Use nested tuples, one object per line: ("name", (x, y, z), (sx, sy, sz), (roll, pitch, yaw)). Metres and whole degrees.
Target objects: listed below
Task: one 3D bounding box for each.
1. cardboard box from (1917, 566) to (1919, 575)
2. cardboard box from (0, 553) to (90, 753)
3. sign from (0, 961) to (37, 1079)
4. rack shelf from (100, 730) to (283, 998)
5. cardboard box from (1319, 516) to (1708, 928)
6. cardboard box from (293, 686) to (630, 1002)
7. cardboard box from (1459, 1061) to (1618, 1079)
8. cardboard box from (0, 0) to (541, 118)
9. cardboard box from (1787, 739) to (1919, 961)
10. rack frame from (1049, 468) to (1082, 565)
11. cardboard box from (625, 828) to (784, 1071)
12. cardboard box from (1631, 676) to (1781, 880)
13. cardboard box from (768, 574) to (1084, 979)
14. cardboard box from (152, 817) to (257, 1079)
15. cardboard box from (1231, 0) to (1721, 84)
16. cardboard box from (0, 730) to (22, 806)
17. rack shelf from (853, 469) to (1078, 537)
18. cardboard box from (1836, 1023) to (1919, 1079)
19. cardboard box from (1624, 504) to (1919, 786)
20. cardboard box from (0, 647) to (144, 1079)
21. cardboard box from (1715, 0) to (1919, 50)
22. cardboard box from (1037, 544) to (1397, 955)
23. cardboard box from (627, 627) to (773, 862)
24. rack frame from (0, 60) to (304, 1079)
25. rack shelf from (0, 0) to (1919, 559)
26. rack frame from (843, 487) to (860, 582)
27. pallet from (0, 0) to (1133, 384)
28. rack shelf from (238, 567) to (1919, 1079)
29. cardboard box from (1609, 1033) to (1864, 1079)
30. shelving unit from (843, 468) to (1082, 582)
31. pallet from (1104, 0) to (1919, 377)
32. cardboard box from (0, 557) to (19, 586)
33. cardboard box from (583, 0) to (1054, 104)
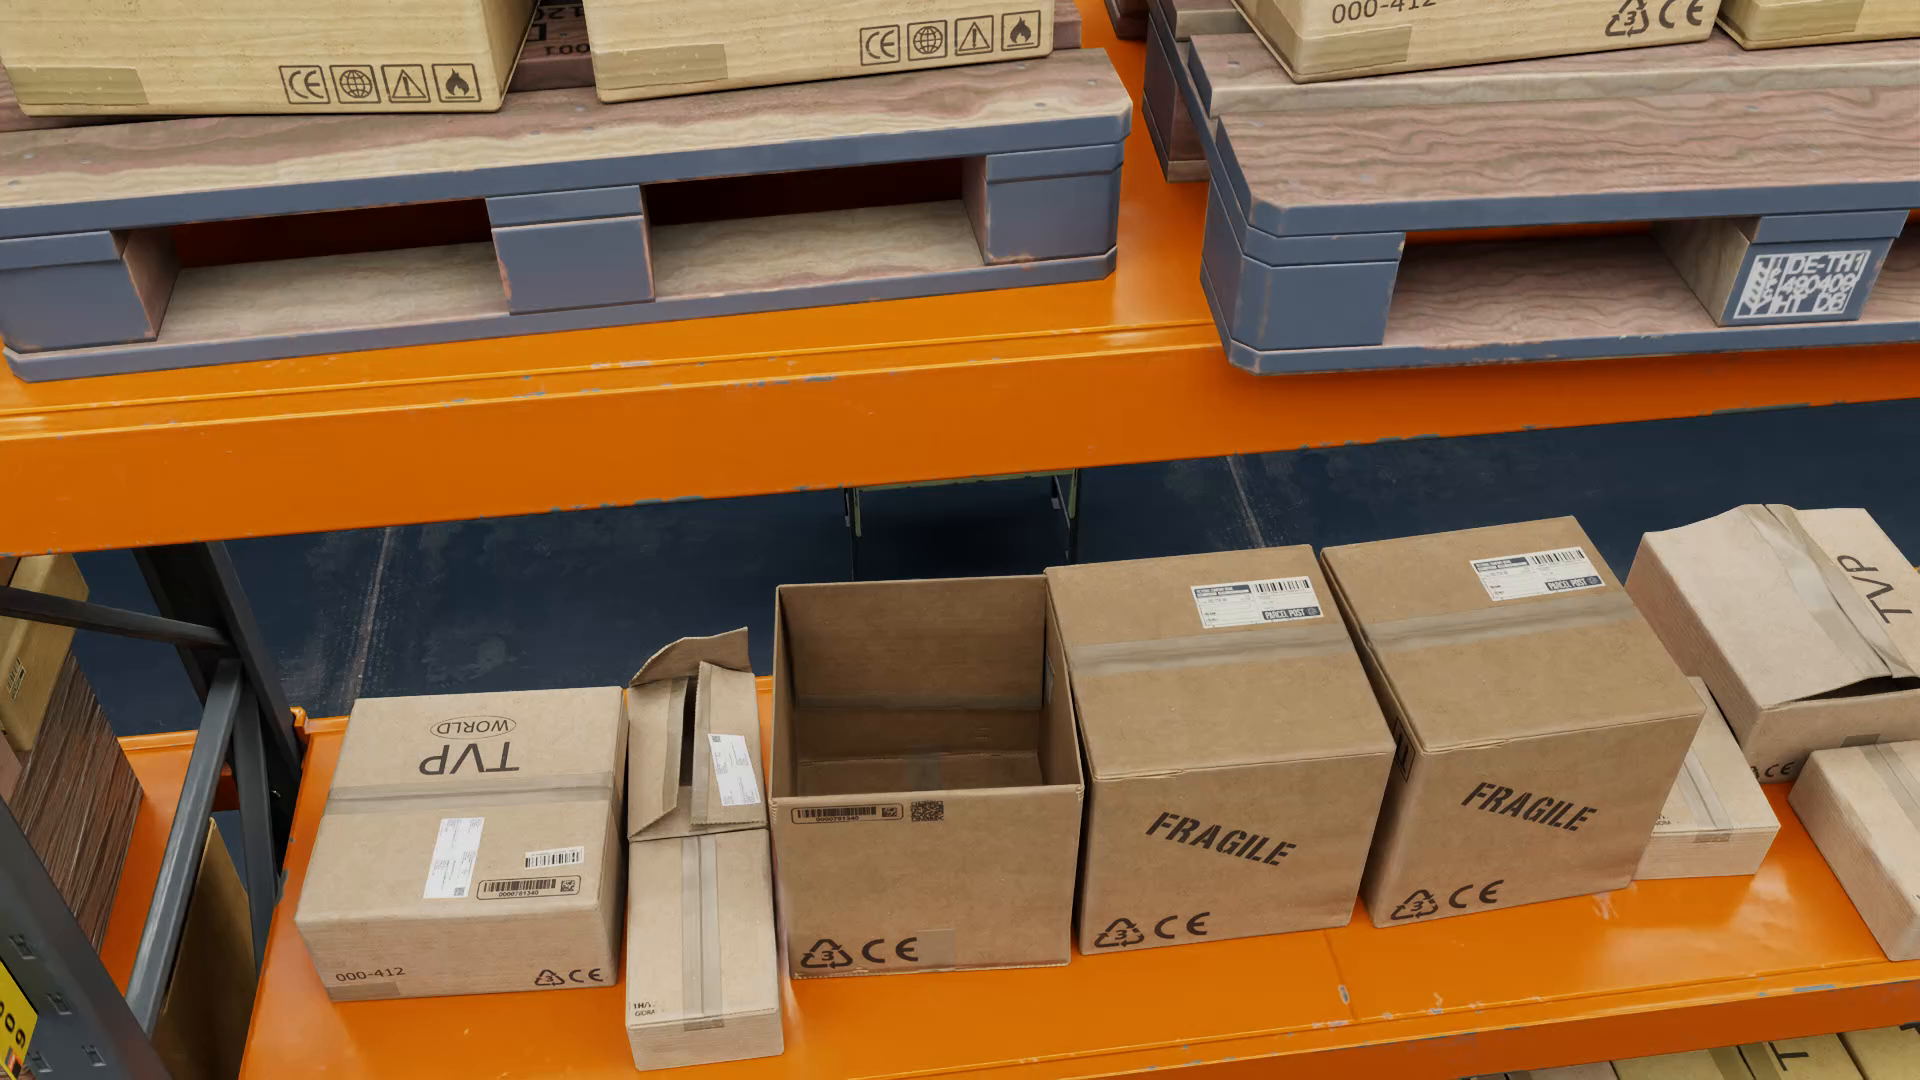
("cardboard box", (2.248, 0.246, 3.304), (0.500, 0.311, 0.500), (-3, 42, -3))
("cardboard box", (-1.644, 0.174, 2.758), (0.250, 0.149, 0.380), (-5, 42, -6))
("sign", (-1.279, 0.575, 2.167), (0.005, 0.325, 0.100), (-5, 42, -6))
("rack shelf", (-3.335, 0.999, 2.941), (4.000, 0.370, 1.077), (-5, 42, -6))
("cardboard box", (0.953, 0.330, 3.070), (0.500, 0.500, 0.500), (-7, 43, -8))
("cardboard box", (-0.869, 0.542, 3.022), (0.500, 0.250, 0.500), (-3, 42, -3))
("cardboard box", (1.111, 1.168, 3.537), (0.500, 0.311, 0.500), (-5, 42, -6))
("cardboard box", (-0.740, -0.704, 1.849), (0.500, 0.250, 0.500), (-1, 42, -1))
("cardboard box", (1.758, 0.565, 3.071), (0.250, 0.149, 0.380), (-5, 42, -6))
("rack frame", (0.356, -0.588, 5.282), (0.023, 1.500, 0.400), (-5, 42, -6))
("cardboard box", (-0.447, 0.710, 2.911), (0.250, 0.149, 0.380), (-5, 42, -6))
("cardboard box", (1.357, 0.452, 3.197), (0.250, 0.149, 0.380), (-2, 42, -2))
("cardboard box", (-0.066, 0.419, 2.971), (0.500, 0.500, 0.500), (-2, 42, -2))
("cardboard box", (-1.852, 0.977, 3.607), (0.500, 0.500, 0.500), (-5, 42, -6))
("cardboard box", (0.552, -0.782, 1.936), (0.500, 0.250, 0.500), (-8, 43, -9))
("cardboard box", (-1.594, 0.446, 2.457), (0.250, 0.149, 0.380), (-5, 42, -6))
("rack shelf", (-0.007, -0.314, 5.465), (0.720, 0.370, 0.431), (-5, 42, -6))
("cardboard box", (2.127, 1.076, 3.638), (0.500, 0.311, 0.500), (-4, 42, -4))
("cardboard box", (1.702, 0.192, 3.364), (0.500, 0.311, 0.500), (-5, 42, -6))
("cardboard box", (-1.791, 0.563, 2.811), (0.500, 0.500, 0.700), (-6, 42, -7))
("cardboard box", (1.086, -0.827, 1.987), (0.500, 0.250, 0.500), (-6, 42, -6))
("cardboard box", (0.431, 0.375, 3.020), (0.500, 0.500, 0.500), (-5, 42, -5))
("cardboard box", (-0.504, 0.409, 3.157), (0.258, 0.266, 0.396), (-6, 42, -7))
("rack frame", (-1.352, 0.558, 2.892), (0.127, 3.000, 1.000), (-5, 42, -6))
("rack shelf", (0.631, -0.463, 2.321), (4.000, 0.370, 1.077), (-5, 42, -6))
("rack frame", (-0.370, -0.525, 5.212), (0.023, 1.500, 0.400), (-5, 42, -6))
("pallet", (-0.479, -0.570, 2.046), (1.217, 0.209, 0.805), (-7, 42, -7))
("rack shelf", (0.631, 0.651, 3.326), (4.000, 0.370, 1.077), (-5, 42, -6))
("cardboard box", (1.612, 1.126, 3.583), (0.500, 0.311, 0.500), (-6, 42, -6))
("shelving unit", (-0.007, -0.556, 5.247), (0.755, 1.500, 0.431), (-5, 42, -6))
("pallet", (0.844, -0.616, 2.095), (1.213, 0.211, 1.003), (-3, 42, -4))
("cardboard box", (-1.791, 0.082, 2.377), (0.500, 0.500, 0.700), (-5, 42, -5))
("cardboard box", (-0.196, -0.753, 1.904), (0.500, 0.250, 0.500), (-9, 43, -10))
